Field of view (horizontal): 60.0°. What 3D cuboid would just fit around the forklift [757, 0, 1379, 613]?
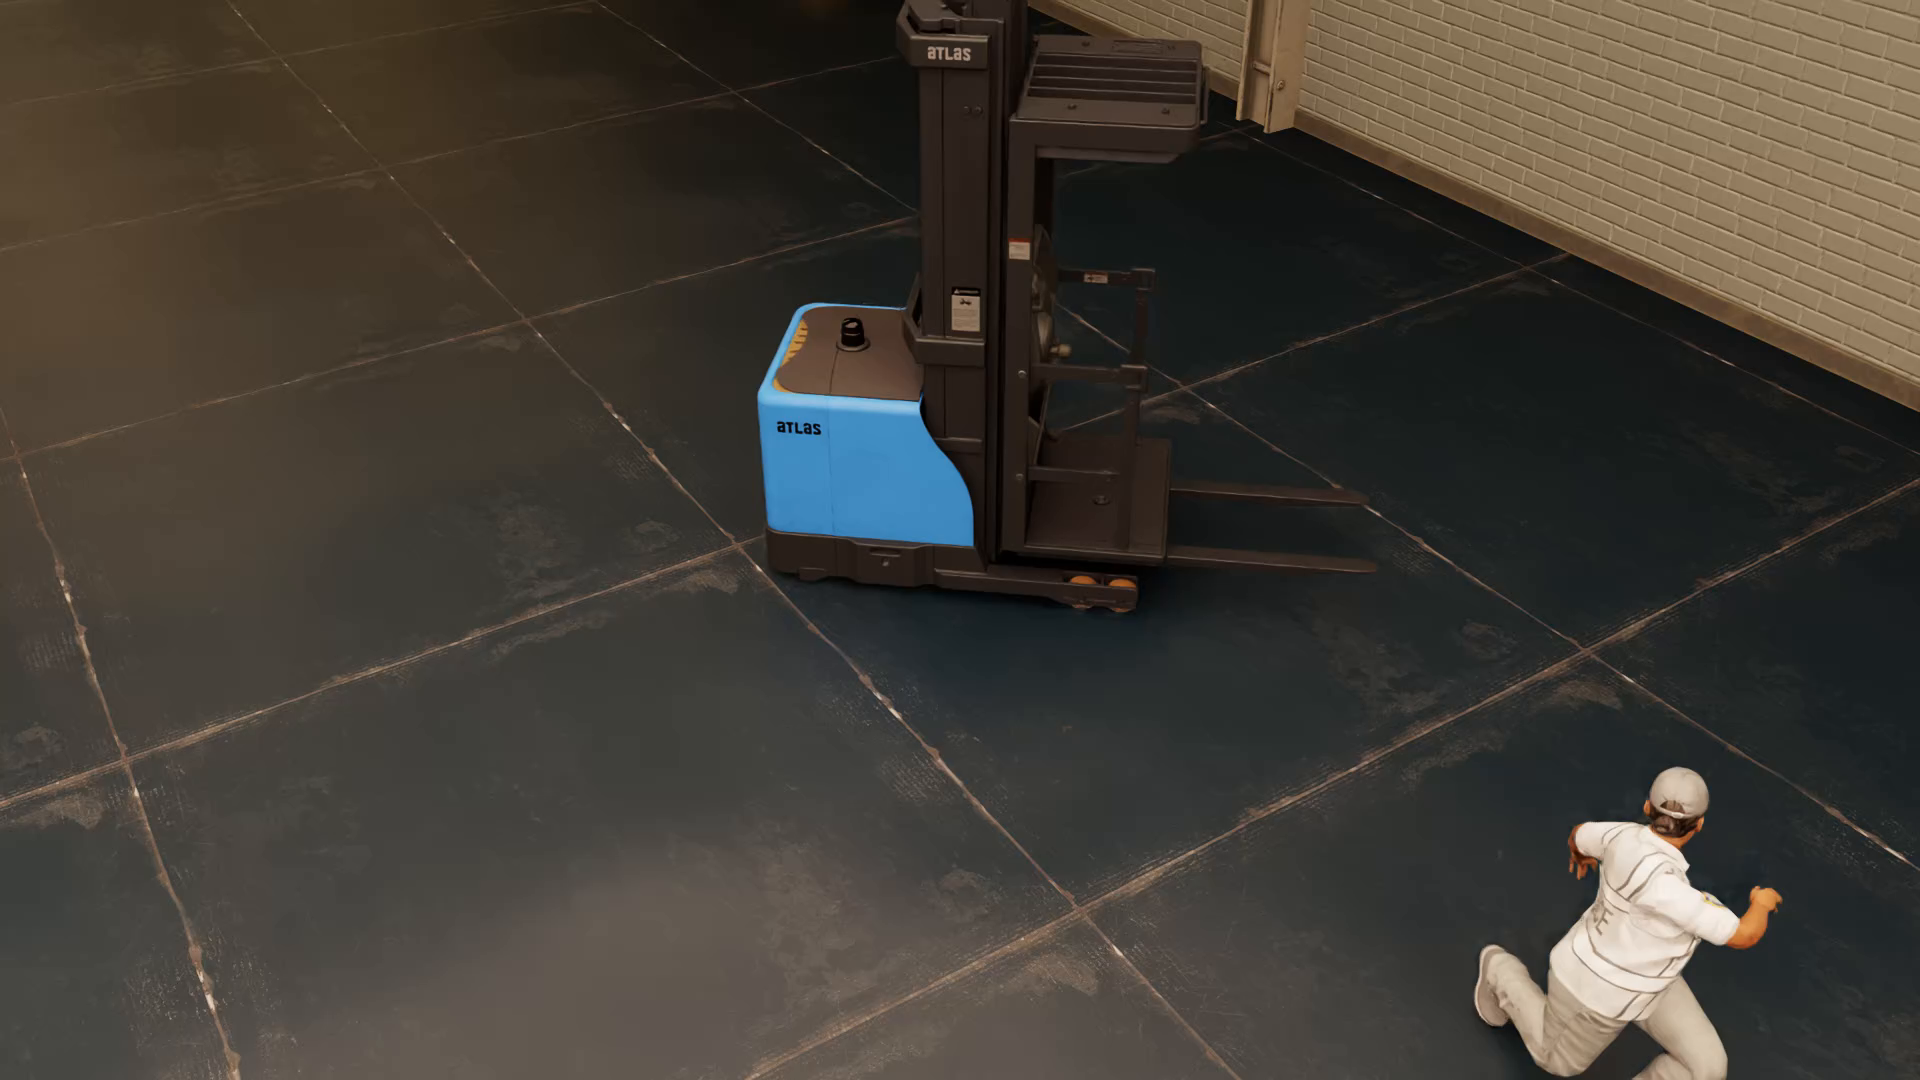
[{"bbox_3d":[0.581,-1.169,7.811,3.031,2.935,1.130,4,35,6],"label":"forklift"}]

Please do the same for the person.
[{"bbox_3d":[2.237,1.348,5.610,0.915,1.433,0.660,30,45,35],"label":"person"}]
